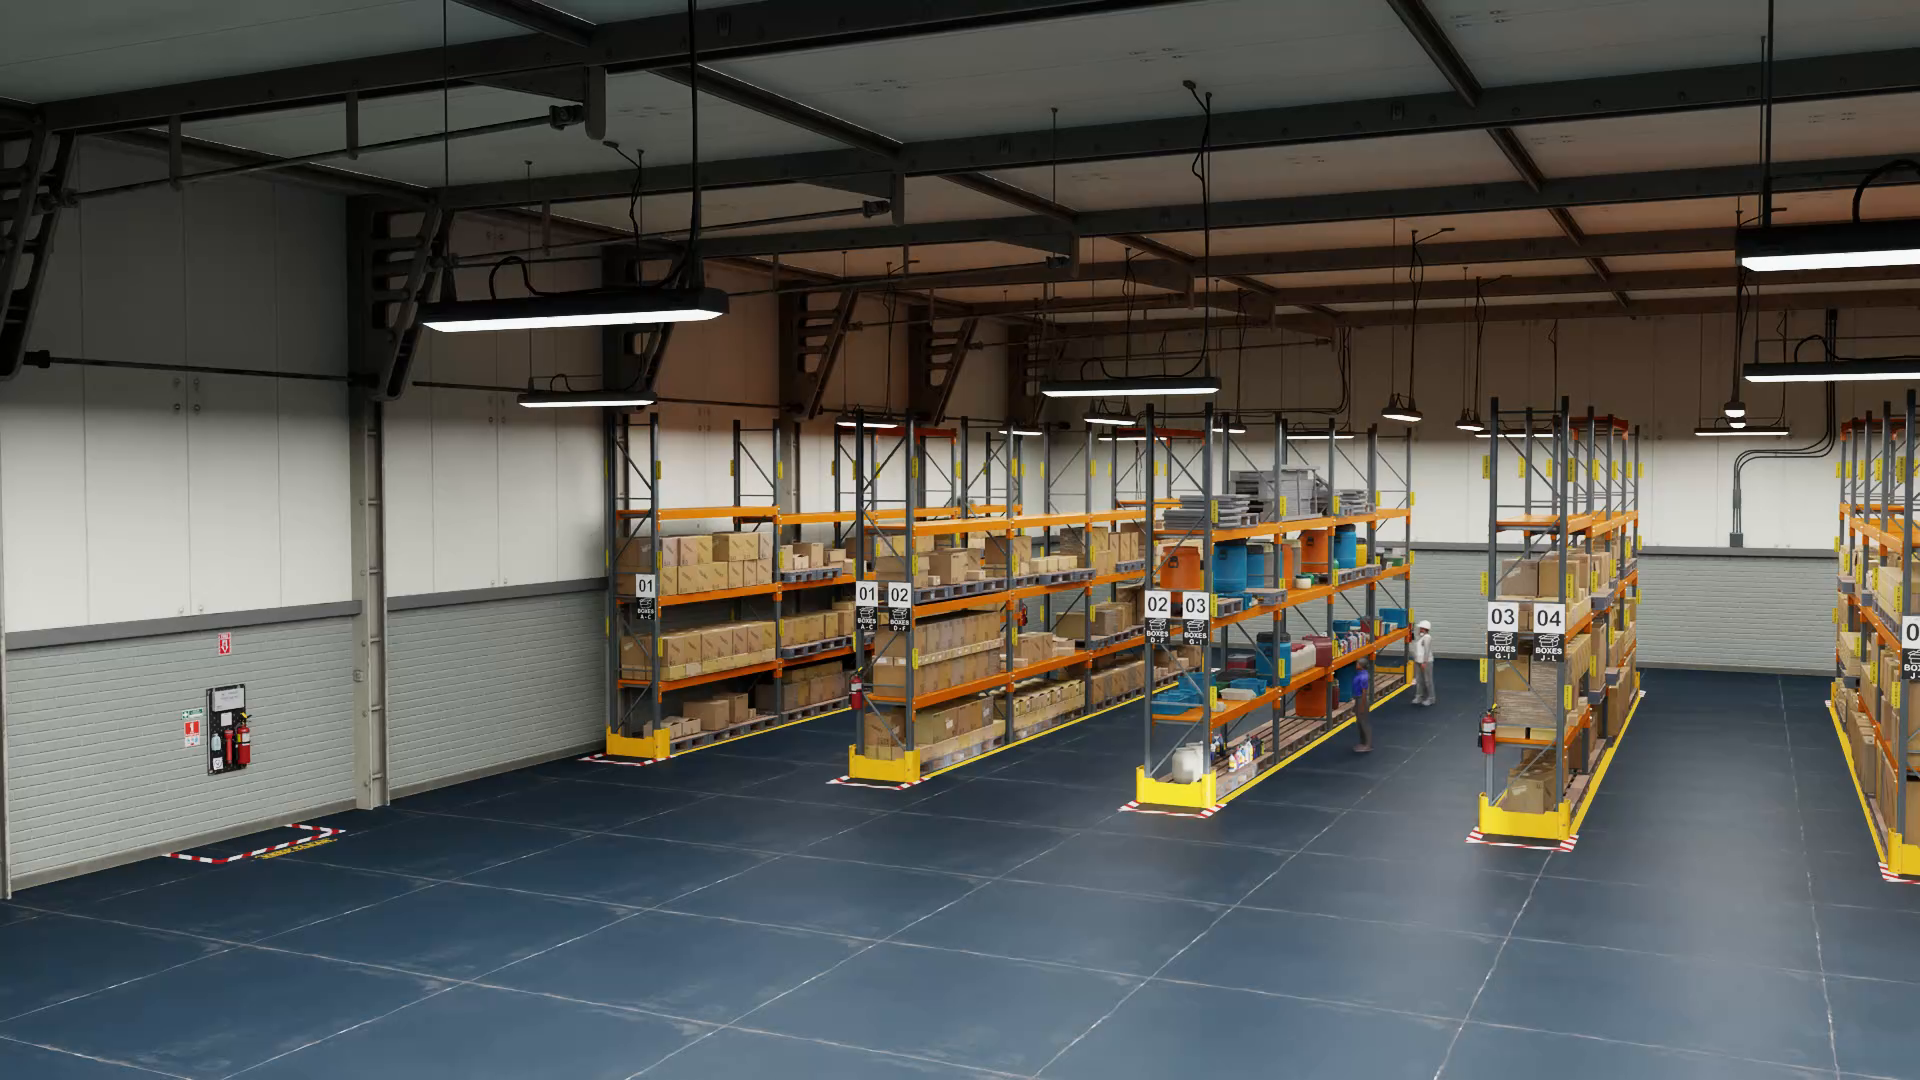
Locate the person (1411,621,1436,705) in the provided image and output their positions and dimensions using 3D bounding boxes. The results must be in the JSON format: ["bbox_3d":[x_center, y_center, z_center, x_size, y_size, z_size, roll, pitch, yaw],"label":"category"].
[{"bbox_3d":[9.913,2.615,35.566,0.441,1.786,0.556,0,2,-12],"label":"person"}]

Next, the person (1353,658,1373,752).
[{"bbox_3d":[7.171,2.926,29.608,0.333,1.662,0.475,0,2,3],"label":"person"}]
